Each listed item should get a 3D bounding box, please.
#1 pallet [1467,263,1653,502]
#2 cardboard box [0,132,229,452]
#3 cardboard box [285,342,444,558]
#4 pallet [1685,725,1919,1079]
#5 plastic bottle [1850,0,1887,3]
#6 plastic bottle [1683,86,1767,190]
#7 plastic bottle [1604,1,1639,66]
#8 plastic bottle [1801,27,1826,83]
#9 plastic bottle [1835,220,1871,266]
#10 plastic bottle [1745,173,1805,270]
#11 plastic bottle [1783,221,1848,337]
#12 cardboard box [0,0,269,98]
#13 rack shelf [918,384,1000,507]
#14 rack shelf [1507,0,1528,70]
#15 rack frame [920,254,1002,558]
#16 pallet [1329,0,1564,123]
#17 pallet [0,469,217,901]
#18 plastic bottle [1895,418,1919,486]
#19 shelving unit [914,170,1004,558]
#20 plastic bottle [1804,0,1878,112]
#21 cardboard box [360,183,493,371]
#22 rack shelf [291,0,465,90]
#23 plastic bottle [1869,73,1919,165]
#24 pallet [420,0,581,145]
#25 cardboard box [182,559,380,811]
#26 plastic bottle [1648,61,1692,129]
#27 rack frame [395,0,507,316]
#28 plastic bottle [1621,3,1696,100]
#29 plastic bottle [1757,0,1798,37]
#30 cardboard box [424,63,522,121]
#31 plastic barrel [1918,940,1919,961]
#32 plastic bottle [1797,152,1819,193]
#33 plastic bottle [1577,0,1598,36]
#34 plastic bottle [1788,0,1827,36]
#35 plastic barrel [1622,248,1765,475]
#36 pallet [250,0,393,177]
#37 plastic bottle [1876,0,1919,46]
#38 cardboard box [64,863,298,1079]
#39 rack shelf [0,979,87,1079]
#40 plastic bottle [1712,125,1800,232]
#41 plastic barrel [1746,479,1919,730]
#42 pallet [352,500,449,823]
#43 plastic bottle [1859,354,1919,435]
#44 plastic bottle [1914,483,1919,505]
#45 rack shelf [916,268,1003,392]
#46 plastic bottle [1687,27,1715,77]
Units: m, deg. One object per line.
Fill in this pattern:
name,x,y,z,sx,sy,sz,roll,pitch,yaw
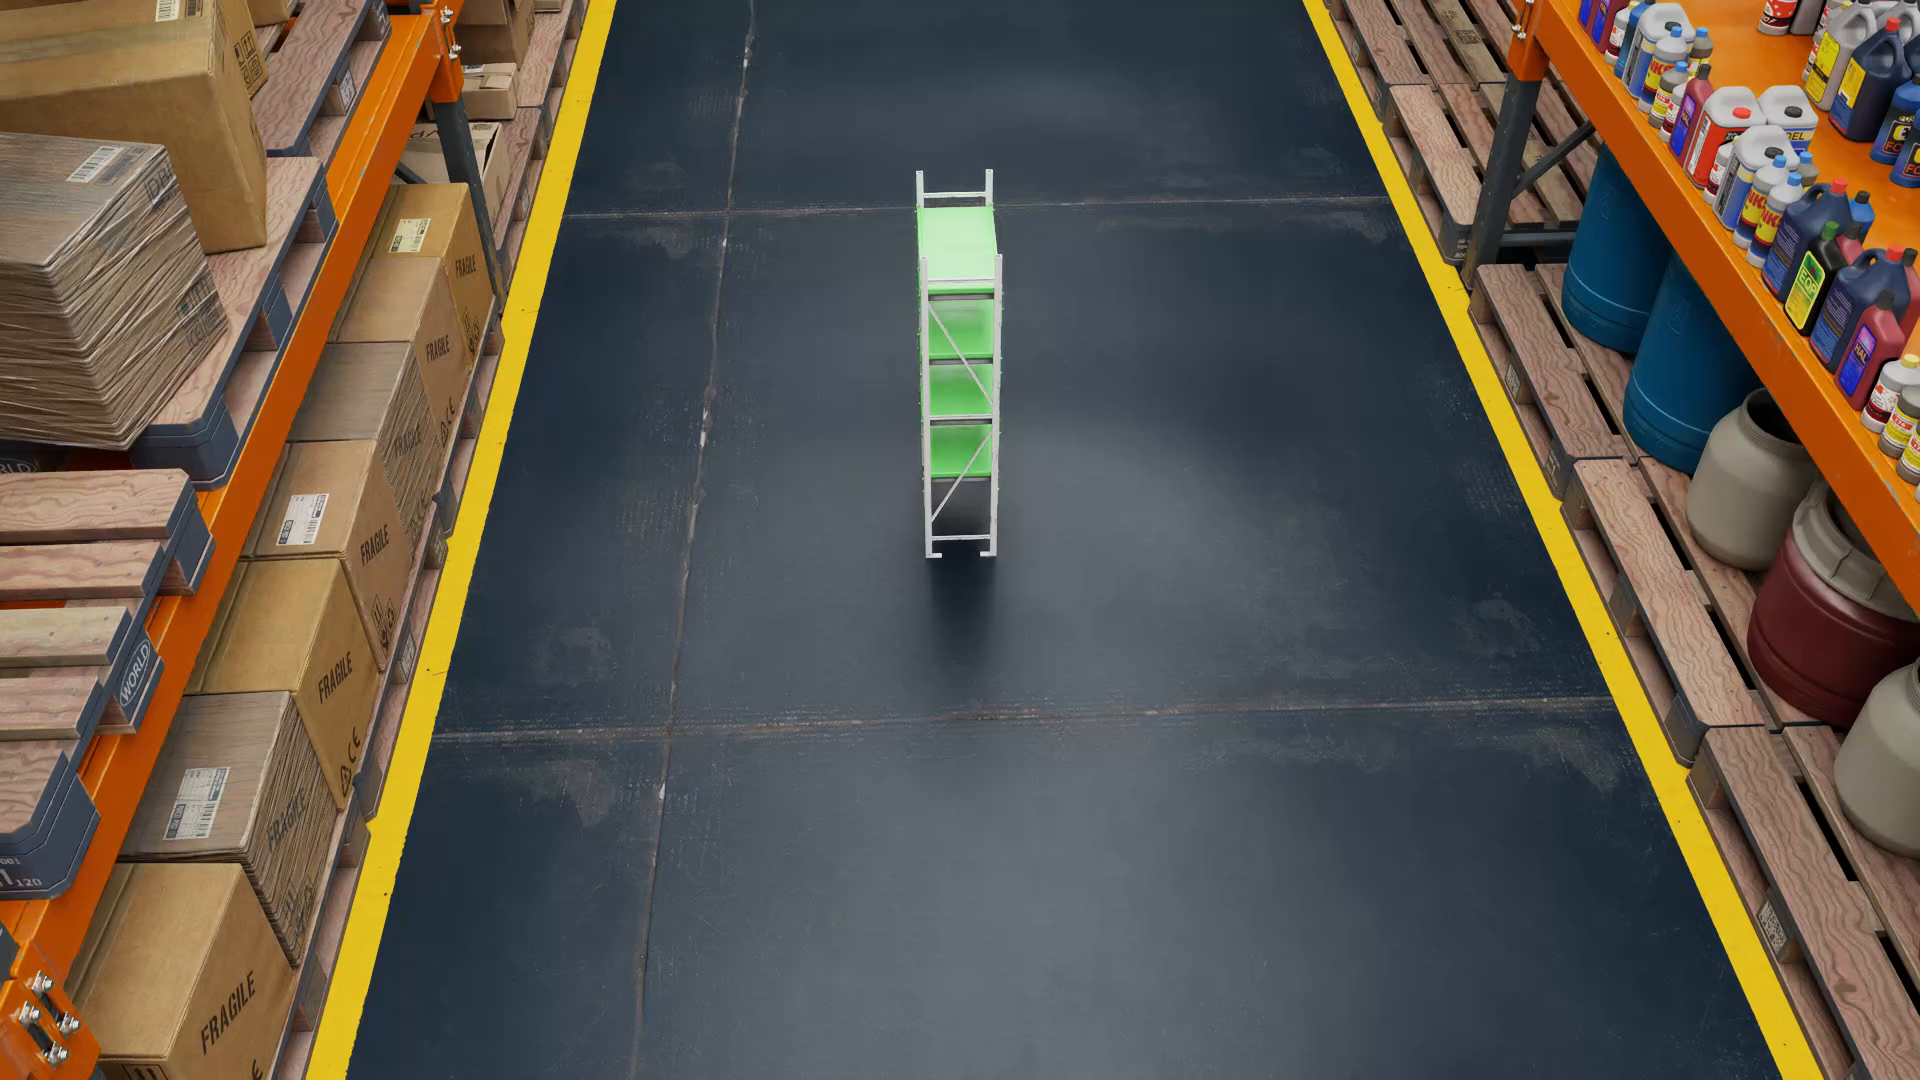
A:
pallet,2.583,-0.633,6.284,1.003,0.211,1.213,-2,43,-2
cardboard box,-2.174,-0.579,3.777,0.700,0.500,0.500,6,43,6
cardboard box,-2.016,-0.286,5.367,0.500,0.500,0.500,-1,43,-1
pallet,2.687,1.015,4.487,1.003,0.211,1.213,-2,43,-2
plastic bottle,2.987,-1.728,5.502,0.061,0.283,0.133,-2,43,-2
plastic bottle,2.270,-1.189,4.919,0.152,0.276,0.135,-2,43,-2
plastic bottle,2.210,-1.682,5.512,0.097,0.201,0.097,0,43,0
plastic bottle,2.823,-1.590,5.412,0.097,0.201,0.097,0,43,0
plastic bottle,2.317,-0.688,4.367,0.061,0.283,0.133,-2,43,-2
plastic bottle,2.262,-0.885,4.591,0.097,0.271,0.097,0,43,0
plastic bottle,2.256,-0.687,4.366,0.061,0.283,0.133,-2,43,-2
cardboard box,-2.468,-1.446,4.723,0.700,0.500,0.500,5,43,5
rack shelf,-0.007,-0.330,5.672,0.258,0.148,0.480,-2,43,-2
rack shelf,2.507,-3.268,7.628,1.077,0.370,4.000,-2,43,-2
rack frame,0.003,-0.389,5.287,0.240,1.200,0.015,-2,43,-2
pallet,2.467,-2.476,8.295,1.003,0.211,1.213,-2,43,-2
pallet,-2.286,0.272,3.375,1.213,0.211,1.003,-2,43,-2
plastic bottle,2.301,-0.233,3.931,0.097,0.201,0.097,0,43,0
shelving unit,-0.007,-0.554,5.466,0.258,1.200,0.503,-2,43,-2
plastic bottle,2.814,-1.549,5.257,0.144,0.351,0.185,-2,43,-2
cardboard box,-2.050,-0.959,6.101,0.500,0.500,0.500,-2,43,-2
rack shelf,-2.442,-3.128,7.475,1.077,0.370,4.000,-2,43,-2
plastic bottle,2.845,-1.275,5.017,0.097,0.271,0.097,0,43,0
pallet,-2.440,-2.304,8.108,1.003,0.211,1.213,-2,43,-2
cardboard box,-1.965,0.409,4.608,0.500,0.500,0.500,-2,43,-2
plastic bottle,2.228,-1.394,5.198,0.097,0.201,0.097,0,43,0
rack frame,-2.357,-2.043,5.759,1.000,3.000,0.127,-2,43,-2
plastic bottle,2.247,-1.567,5.331,0.152,0.276,0.135,-2,43,-2
plastic bottle,2.808,-1.837,5.681,0.097,0.201,0.097,0,43,0
cardboard box,-2.205,-2.034,7.520,0.380,0.166,0.250,-2,43,-2
plastic barrel,2.724,0.833,3.917,0.600,0.830,0.708,-2,43,-2
plastic bottle,2.404,-1.021,4.791,0.097,0.201,0.097,0,43,0
plastic bottle,2.181,-1.880,5.667,0.061,0.283,0.133,-2,43,-2
plastic bottle,2.932,-1.880,5.673,0.152,0.276,0.135,-2,43,-2
plastic barrel,2.628,-0.718,5.556,0.600,0.901,0.708,-2,43,-2
pallet,-2.432,-1.430,5.232,1.003,0.211,1.213,-2,43,-2
plastic bottle,2.958,-1.553,5.261,0.144,0.351,0.185,-2,43,-2
cardboard box,-1.921,1.101,3.853,0.500,0.500,0.500,0,43,0
rack shelf,-2.102,2.273,1.583,1.077,0.370,4.000,-2,43,-2
plastic bottle,2.280,-1.032,4.748,0.152,0.276,0.135,-2,43,-2
plastic barrel,2.676,0.160,4.830,0.600,0.588,0.708,-2,43,-2
pallet,-2.230,0.358,5.203,1.003,0.211,1.213,-2,43,-2
plastic bottle,2.293,-0.364,4.074,0.097,0.201,0.097,0,43,0
plastic bottle,2.306,-0.193,3.836,0.097,0.271,0.097,0,43,0
rack shelf,-0.007,-0.684,5.347,0.258,0.148,0.480,-2,43,-2
plastic bottle,2.370,-1.555,5.374,0.097,0.201,0.097,0,43,0
